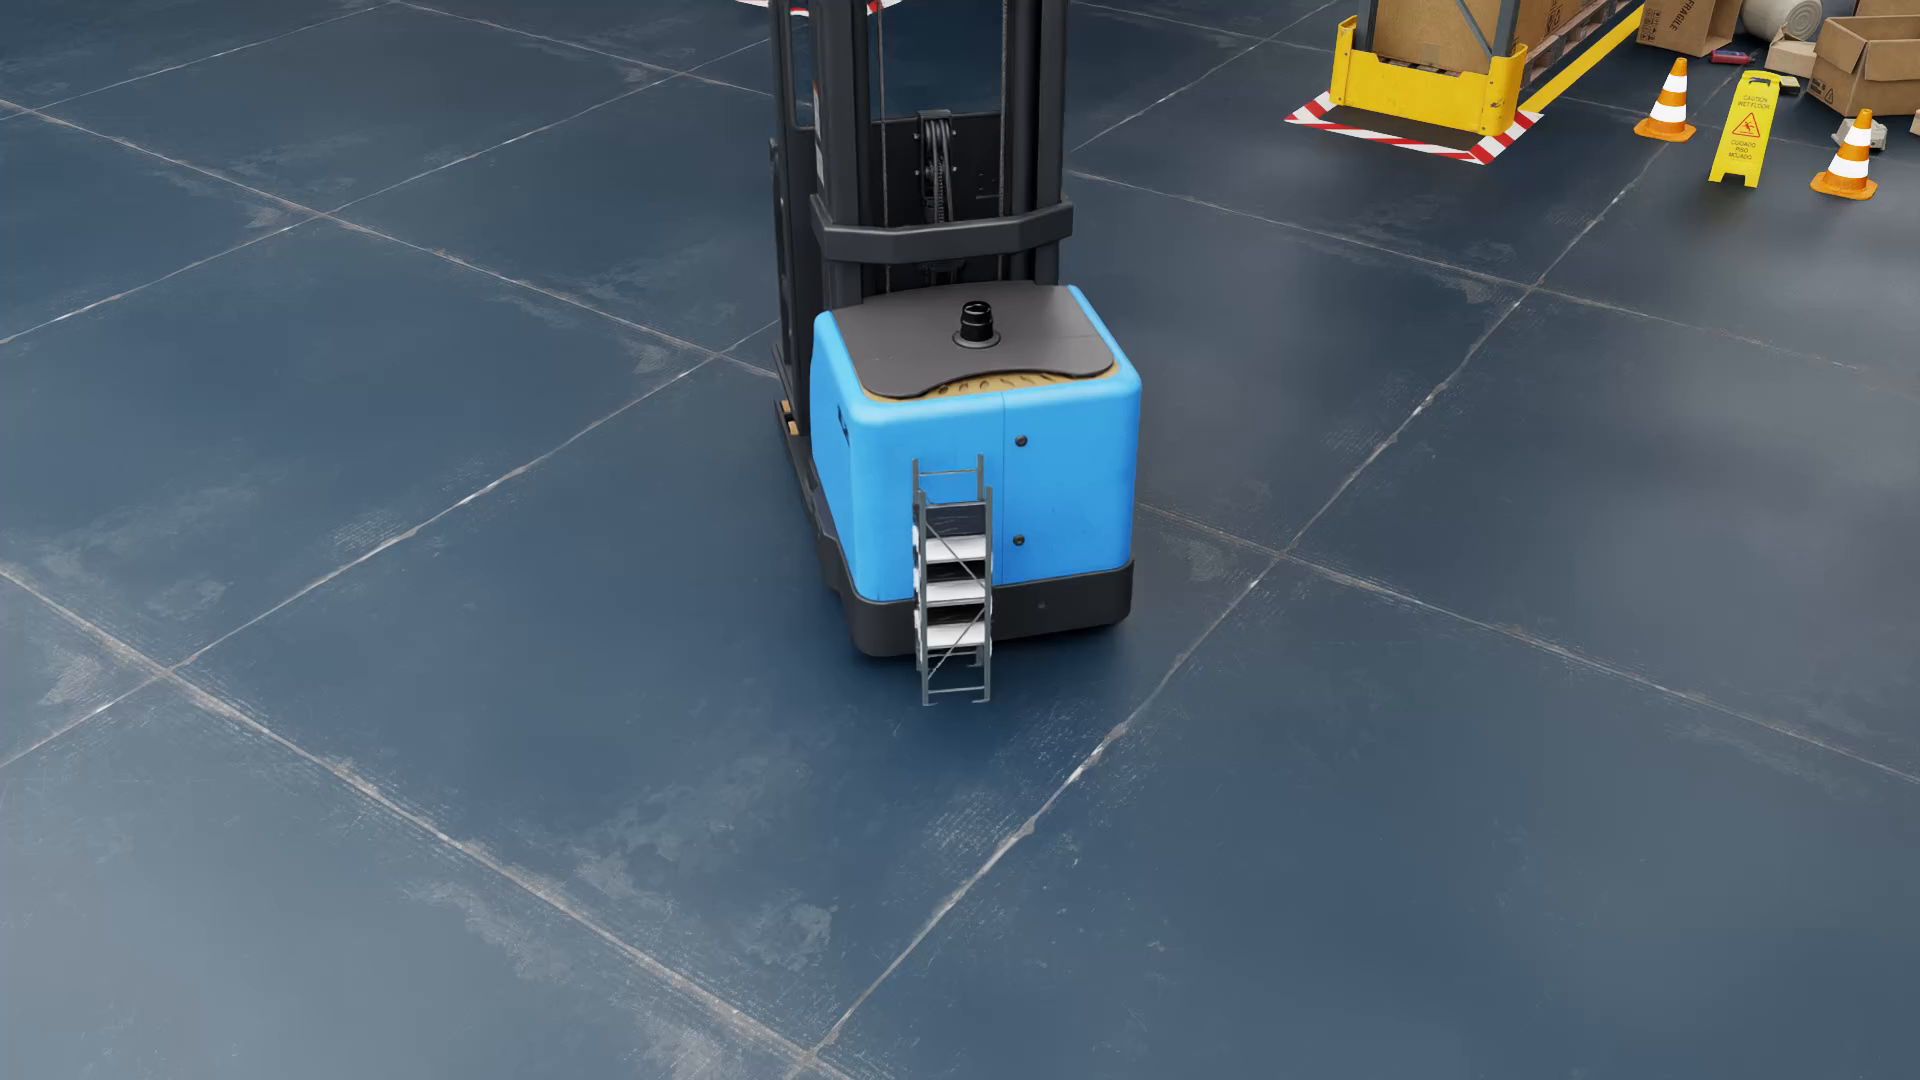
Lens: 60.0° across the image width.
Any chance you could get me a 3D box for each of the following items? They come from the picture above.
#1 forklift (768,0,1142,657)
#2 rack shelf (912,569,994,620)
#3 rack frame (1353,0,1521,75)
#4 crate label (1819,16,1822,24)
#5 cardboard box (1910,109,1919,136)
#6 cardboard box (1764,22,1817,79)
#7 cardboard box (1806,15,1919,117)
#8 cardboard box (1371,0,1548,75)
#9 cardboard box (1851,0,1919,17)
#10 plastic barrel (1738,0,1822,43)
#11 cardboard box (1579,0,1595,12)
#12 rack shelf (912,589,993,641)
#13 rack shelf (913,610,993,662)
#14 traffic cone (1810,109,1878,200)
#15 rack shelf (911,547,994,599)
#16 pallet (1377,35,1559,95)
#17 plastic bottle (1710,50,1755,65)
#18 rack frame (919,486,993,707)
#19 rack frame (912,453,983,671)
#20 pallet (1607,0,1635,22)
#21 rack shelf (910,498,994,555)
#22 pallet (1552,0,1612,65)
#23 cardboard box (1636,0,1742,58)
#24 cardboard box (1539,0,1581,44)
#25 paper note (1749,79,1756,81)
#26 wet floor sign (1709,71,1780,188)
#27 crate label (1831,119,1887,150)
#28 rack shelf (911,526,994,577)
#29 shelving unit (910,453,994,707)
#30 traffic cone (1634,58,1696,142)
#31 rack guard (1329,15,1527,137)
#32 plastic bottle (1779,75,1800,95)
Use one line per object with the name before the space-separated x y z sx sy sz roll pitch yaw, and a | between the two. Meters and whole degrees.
forklift | -0.206 -1.612 6.518 1.130 2.935 3.031 -8 35 -11
rack shelf | -0.027 0.177 5.744 0.258 0.077 0.200 -4 34 -6
rack frame | 3.024 -4.059 10.075 1.000 3.000 0.127 21 39 28
crate label | 6.240 -3.895 12.387 0.298 0.136 0.250 -3 34 -4
cardboard box | 6.236 -2.592 10.450 0.250 0.149 0.380 -15 37 -21
cardboard box | 5.838 -3.388 11.523 0.396 0.266 0.258 29 44 36
cardboard box | 6.070 -3.108 10.896 0.797 0.503 0.637 -3 34 -4
cardboard box | 3.357 -3.686 11.045 0.875 0.875 0.875 21 40 28
cardboard box | 6.596 -3.597 11.498 0.797 0.637 0.503 21 39 28
plastic barrel | 5.918 -3.821 12.022 0.421 0.421 0.512 -9 35 -13
cardboard box | 4.378 -4.511 12.264 0.875 0.875 0.875 22 40 29
rack shelf | -0.027 0.252 5.794 0.258 0.077 0.200 -4 34 -6
rack shelf | -0.027 0.326 5.845 0.258 0.077 0.200 -4 34 -6
traffic cone | 5.228 -2.282 9.711 0.336 0.463 0.334 21 39 28
rack shelf | -0.027 0.103 5.693 0.258 0.077 0.200 -4 34 -6
pallet | 3.416 -3.297 11.437 1.003 0.211 1.213 21 39 28
plastic bottle | 5.447 -3.400 11.723 0.283 0.061 0.133 8 35 12
rack frame | -0.013 0.206 5.642 0.240 0.900 0.006 -4 34 -6
rack frame | -0.041 0.093 5.809 0.240 0.900 0.006 -4 34 -6
pallet | 4.807 -4.420 13.098 1.003 0.211 1.213 21 39 28
rack shelf | -0.027 -0.046 5.593 0.258 0.077 0.200 -4 34 -6
pallet | 4.112 -3.856 12.264 1.003 0.211 1.213 21 39 28
cardboard box | 5.263 -3.823 11.955 0.500 0.500 0.500 29 44 36
cardboard box | 3.857 -4.092 11.645 0.875 0.875 0.875 21 39 27
paper note | 5.405 -3.151 11.400 0.123 0.001 0.032 -15 37 -21
wet floor sign | 4.634 -2.438 9.779 0.267 0.644 0.232 14 37 20
crate label | 5.625 -2.528 10.367 0.250 0.136 0.298 3 34 4
rack shelf | -0.027 0.028 5.643 0.258 0.077 0.200 -4 34 -6
shelving unit | -0.027 0.150 5.725 0.258 0.900 0.210 -4 34 -6
traffic cone | 4.494 -2.799 10.476 0.336 0.463 0.334 21 39 28
rack guard | 3.011 -3.013 10.759 1.175 0.500 0.348 21 39 28
plastic bottle | 5.599 -3.091 11.267 0.133 0.061 0.283 8 35 12
